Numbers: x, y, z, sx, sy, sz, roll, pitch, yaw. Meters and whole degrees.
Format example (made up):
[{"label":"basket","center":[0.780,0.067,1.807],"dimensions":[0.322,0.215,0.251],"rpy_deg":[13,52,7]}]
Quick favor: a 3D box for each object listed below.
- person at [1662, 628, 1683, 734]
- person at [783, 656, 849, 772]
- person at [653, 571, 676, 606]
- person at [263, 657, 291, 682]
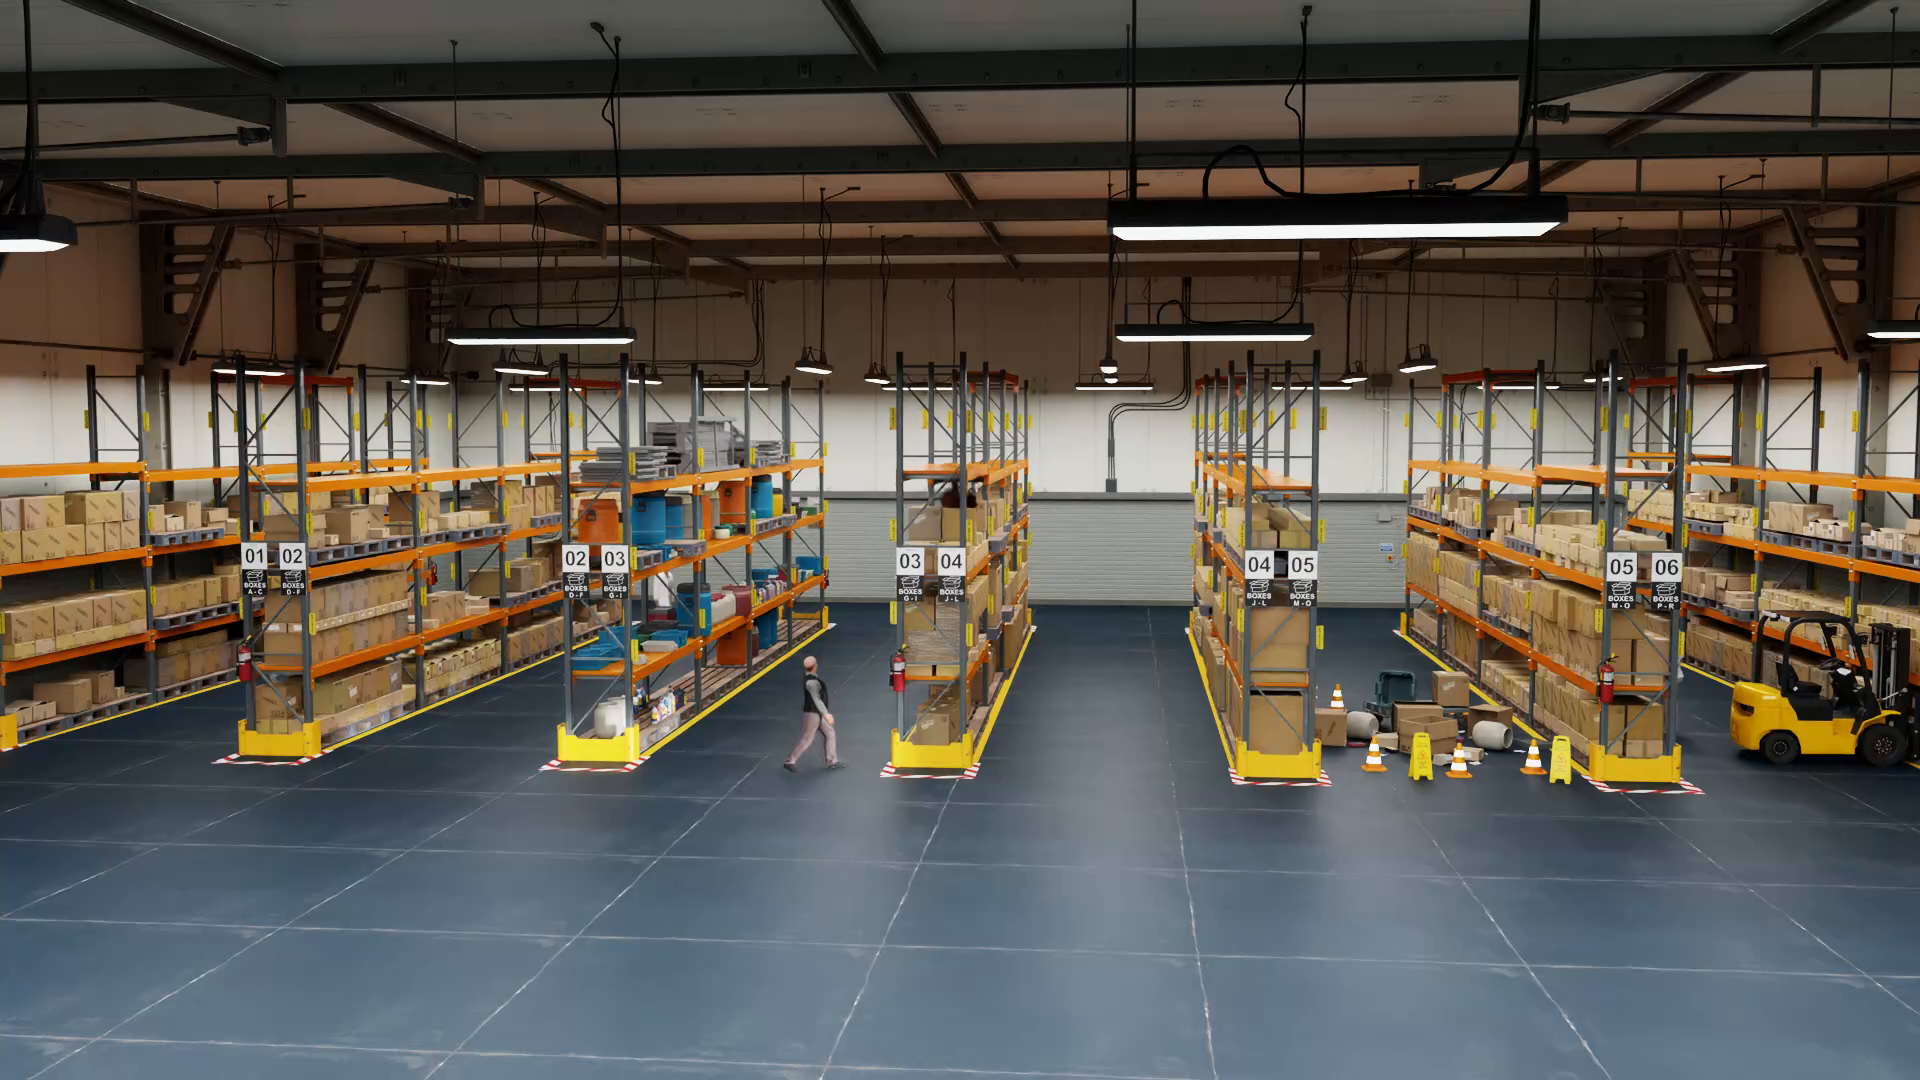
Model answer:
[{"label":"person","center":[11.468,2.263,26.853],"dimensions":[0.378,1.707,0.545],"rpy_deg":[3,5,37]},{"label":"person","center":[-2.069,2.483,23.832],"dimensions":[0.899,1.672,0.662],"rpy_deg":[0,4,4]},{"label":"person","center":[-6.753,1.383,38.469],"dimensions":[0.648,1.790,0.605],"rpy_deg":[2,4,25]},{"label":"person","center":[-12.015,2.095,29.399],"dimensions":[0.580,1.615,0.901],"rpy_deg":[0,4,-5]}]
